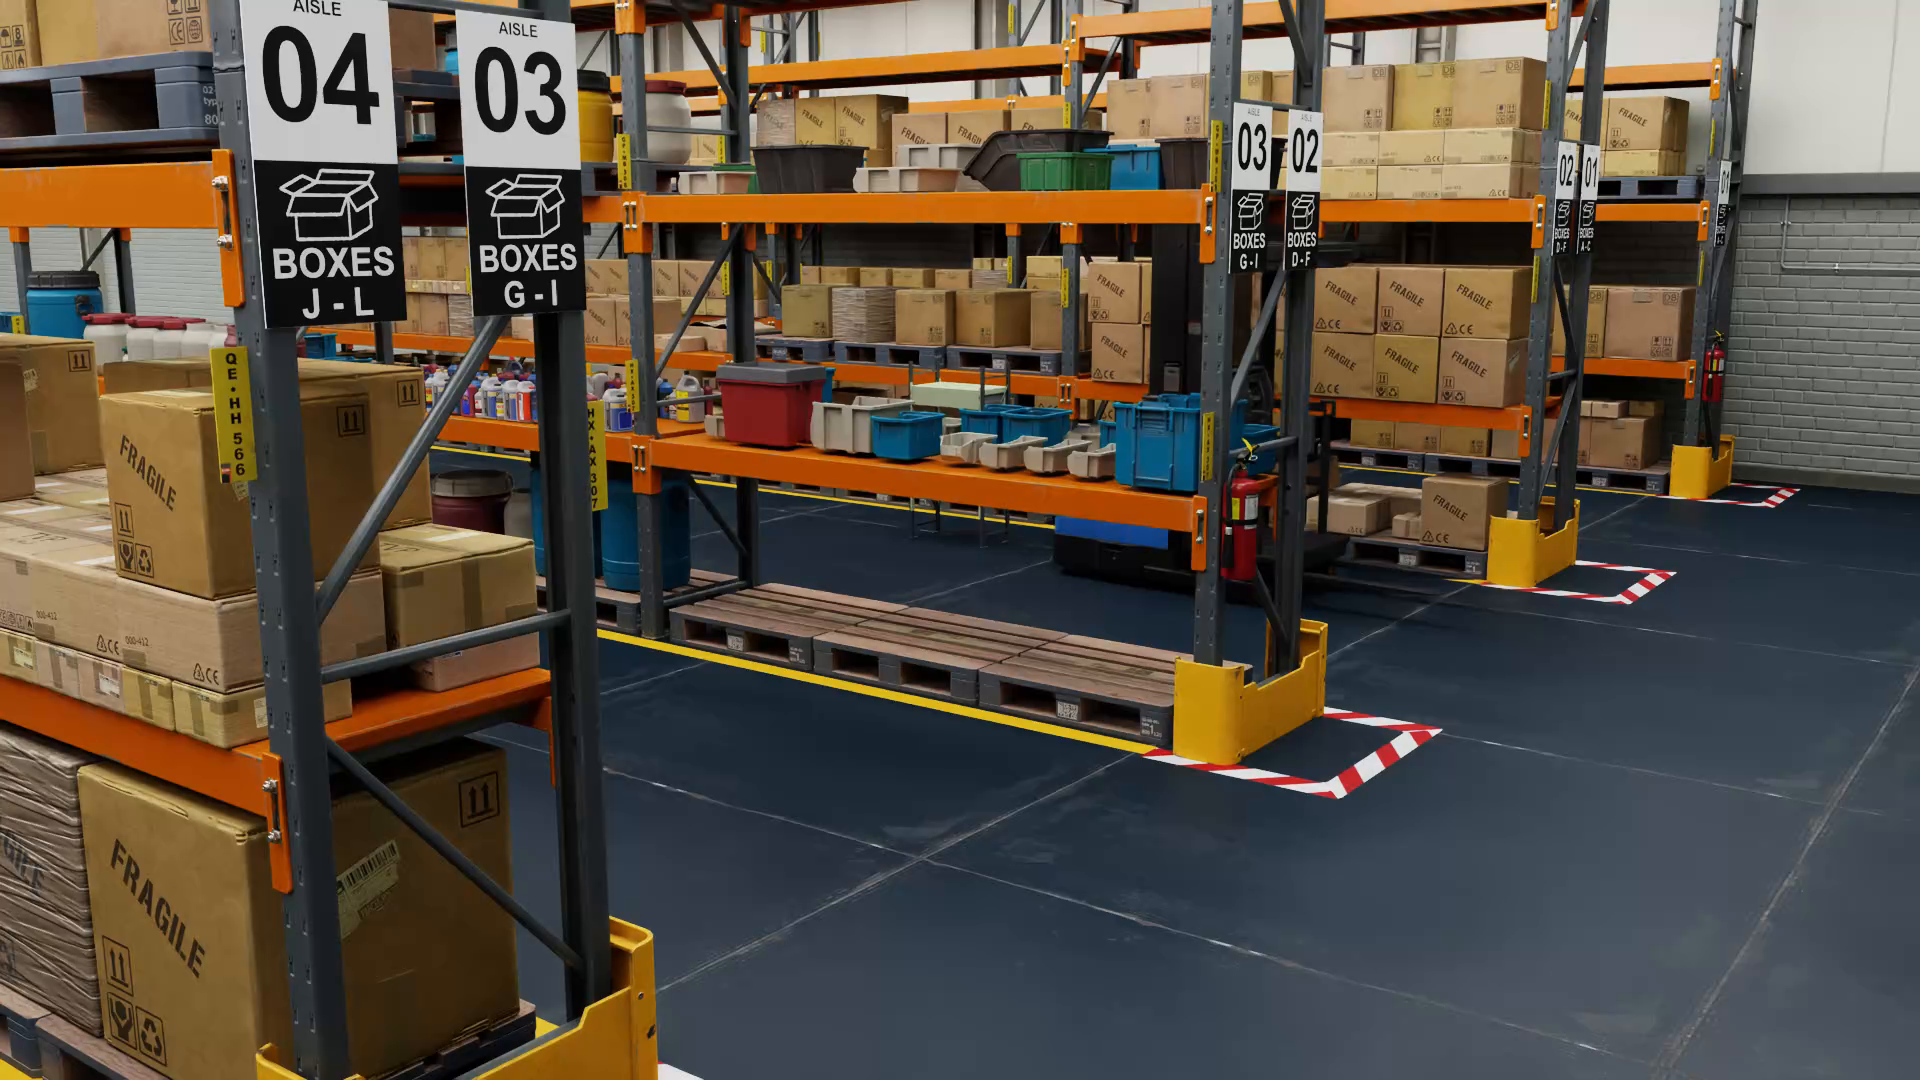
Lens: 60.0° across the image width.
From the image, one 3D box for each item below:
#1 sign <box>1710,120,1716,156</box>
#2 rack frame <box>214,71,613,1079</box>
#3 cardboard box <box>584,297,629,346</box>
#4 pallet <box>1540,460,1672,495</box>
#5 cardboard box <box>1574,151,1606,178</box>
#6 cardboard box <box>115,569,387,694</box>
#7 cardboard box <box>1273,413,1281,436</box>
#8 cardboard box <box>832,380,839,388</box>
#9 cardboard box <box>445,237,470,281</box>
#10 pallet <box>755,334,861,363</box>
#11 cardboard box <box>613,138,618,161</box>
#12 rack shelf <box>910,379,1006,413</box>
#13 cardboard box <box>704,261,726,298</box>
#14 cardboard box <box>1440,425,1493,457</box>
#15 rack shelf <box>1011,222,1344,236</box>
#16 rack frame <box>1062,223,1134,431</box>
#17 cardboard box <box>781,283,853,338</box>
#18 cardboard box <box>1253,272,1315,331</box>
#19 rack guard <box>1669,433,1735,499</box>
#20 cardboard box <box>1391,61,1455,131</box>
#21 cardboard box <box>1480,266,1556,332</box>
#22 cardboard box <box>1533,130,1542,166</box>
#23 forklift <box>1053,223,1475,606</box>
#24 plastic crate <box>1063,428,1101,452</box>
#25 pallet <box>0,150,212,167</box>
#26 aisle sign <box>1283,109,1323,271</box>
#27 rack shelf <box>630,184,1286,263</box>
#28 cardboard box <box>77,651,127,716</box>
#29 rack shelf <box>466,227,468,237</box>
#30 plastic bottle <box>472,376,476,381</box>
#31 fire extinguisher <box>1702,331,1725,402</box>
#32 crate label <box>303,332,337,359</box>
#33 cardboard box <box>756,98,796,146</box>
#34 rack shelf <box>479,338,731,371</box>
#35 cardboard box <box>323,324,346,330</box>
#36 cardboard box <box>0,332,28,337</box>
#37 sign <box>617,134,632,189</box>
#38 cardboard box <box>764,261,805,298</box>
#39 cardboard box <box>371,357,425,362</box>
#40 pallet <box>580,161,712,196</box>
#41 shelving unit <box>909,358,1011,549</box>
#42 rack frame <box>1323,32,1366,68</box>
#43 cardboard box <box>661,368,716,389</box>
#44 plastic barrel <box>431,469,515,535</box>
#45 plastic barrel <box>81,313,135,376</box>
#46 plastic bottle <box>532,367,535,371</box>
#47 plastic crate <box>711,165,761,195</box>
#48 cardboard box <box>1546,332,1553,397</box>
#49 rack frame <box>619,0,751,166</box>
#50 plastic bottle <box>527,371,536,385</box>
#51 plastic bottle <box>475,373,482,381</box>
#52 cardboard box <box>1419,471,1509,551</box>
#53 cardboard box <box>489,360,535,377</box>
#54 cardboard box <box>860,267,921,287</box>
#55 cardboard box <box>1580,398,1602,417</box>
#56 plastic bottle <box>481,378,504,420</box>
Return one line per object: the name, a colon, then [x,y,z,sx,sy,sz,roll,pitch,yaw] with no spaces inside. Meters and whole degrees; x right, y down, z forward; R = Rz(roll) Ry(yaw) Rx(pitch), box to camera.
sign: [7.042,-3.761,15.554,0.005,0.325,0.100,8,13,36]
rack frame: [-1.421,0.301,4.577,0.127,3.000,1.000,8,13,36]
cardboard box: [-3.789,-2.409,18.322,0.500,0.500,0.500,8,14,36]
pallet: [6.684,-0.683,17.004,1.213,0.211,1.003,8,13,36]
cardboard box: [6.207,-3.728,16.534,0.500,0.250,0.500,7,13,33]
cardboard box: [-1.969,0.215,4.635,0.500,0.250,0.500,8,13,35]
cardboard box: [3.550,-1.628,19.100,0.750,0.750,0.750,8,14,36]
cardboard box: [-1.694,-2.232,23.091,0.500,0.500,0.700,9,14,37]
cardboard box: [-5.588,-3.299,19.508,0.500,0.500,0.700,8,14,36]
pallet: [-1.415,-1.955,16.743,1.003,0.211,1.213,8,13,36]
cardboard box: [-4.980,-5.651,24.496,0.500,0.500,0.500,8,13,35]
rack shelf: [-0.005,-1.120,13.817,0.720,0.370,0.431,8,13,36]
cardboard box: [-3.267,-3.689,23.567,0.500,0.500,0.500,8,13,35]
cardboard box: [5.508,-1.188,17.748,0.500,0.500,0.700,8,14,37]
rack shelf: [2.539,-3.768,19.607,4.000,0.370,1.077,8,13,36]
rack frame: [1.222,-1.665,14.739,0.127,3.000,1.000,8,13,36]
cardboard box: [-1.428,-2.316,16.737,0.500,0.500,0.700,3,11,17]
cardboard box: [2.682,-1.935,13.240,0.500,0.500,0.500,8,14,37]
rack guard: [7.394,-0.744,16.560,0.348,0.500,1.175,8,13,36]
cardboard box: [3.669,-3.352,12.668,0.500,0.500,0.700,8,13,36]
cardboard box: [4.244,-1.846,12.776,0.500,0.500,0.500,8,14,37]
cardboard box: [4.186,-2.957,12.601,0.500,0.250,0.500,8,13,36]
forklift: [2.176,-1.089,11.944,3.031,2.935,1.130,9,14,38]
plastic crate: [0.750,-0.561,9.566,0.298,0.136,0.250,8,13,36]
pallet: [-3.013,-1.347,5.432,1.213,0.211,1.003,8,13,36]
aisle sign: [1.744,-1.771,8.443,0.004,0.787,0.394,8,13,36]
rack shelf: [-0.101,-1.802,9.443,4.000,0.370,1.077,8,13,36]
cardboard box: [-2.316,0.377,4.845,0.250,0.149,0.380,8,14,36]
rack shelf: [-6.838,-3.909,20.334,4.000,0.370,1.077,8,13,36]
plastic bottle: [-3.554,-1.098,11.940,0.185,0.351,0.144,8,13,36]
fire extinguisher: [7.223,-1.665,15.927,0.183,0.674,0.296,8,13,36]
crate label: [-5.578,-1.527,13.934,0.616,0.435,0.502,8,13,36]
cardboard box: [-1.655,-4.077,16.416,0.500,0.500,0.500,8,13,36]
rack shelf: [-3.614,-1.986,18.294,4.000,0.370,1.077,8,13,36]
cardboard box: [-7.656,-2.950,21.120,0.500,0.500,0.700,8,14,37]
cardboard box: [-4.116,-0.579,6.761,0.500,0.500,0.500,8,14,37]
sign: [-2.040,-2.300,10.101,0.005,0.325,0.100,8,13,36]
cardboard box: [-2.552,-3.712,23.690,0.500,0.500,0.500,8,13,34]
cardboard box: [-6.942,-1.975,20.501,0.500,0.500,0.500,8,13,36]
pallet: [-2.403,-2.360,10.933,1.003,0.211,1.213,8,13,36]
shelving unit: [-0.005,-0.737,13.891,0.755,1.500,0.431,8,13,36]
rack frame: [4.151,-5.369,18.091,0.127,3.000,1.000,8,13,36]
cardboard box: [-3.996,-2.516,24.560,0.500,0.500,0.700,7,13,32]
plastic barrel: [-3.623,-0.200,12.408,0.708,0.588,0.600,8,13,36]
plastic barrel: [-7.520,-1.732,14.728,0.433,0.535,0.433,0,11,0]
plastic bottle: [-3.077,-1.164,12.279,0.185,0.351,0.144,8,13,36]
plastic crate: [-1.193,-2.274,10.550,0.662,0.188,0.450,8,13,36]
cardboard box: [4.244,-1.355,12.871,0.500,0.500,0.500,8,14,37]
rack frame: [-1.713,-3.853,10.252,0.127,3.000,1.000,8,13,36]
plastic bottle: [-3.114,-1.102,12.165,0.097,0.271,0.097,0,11,0]
plastic bottle: [-3.698,-1.183,12.769,0.097,0.201,0.097,0,11,0]
cardboard box: [3.862,-0.227,12.731,0.500,0.500,0.500,8,13,36]
cardboard box: [-5.415,-1.889,20.055,0.500,0.500,0.500,8,13,36]
cardboard box: [-0.912,-3.393,22.248,0.500,0.500,0.700,10,15,43]
cardboard box: [6.334,-1.350,16.879,0.250,0.149,0.380,8,14,37]
plastic bottle: [-3.219,-0.980,11.525,0.135,0.276,0.152,8,13,36]
